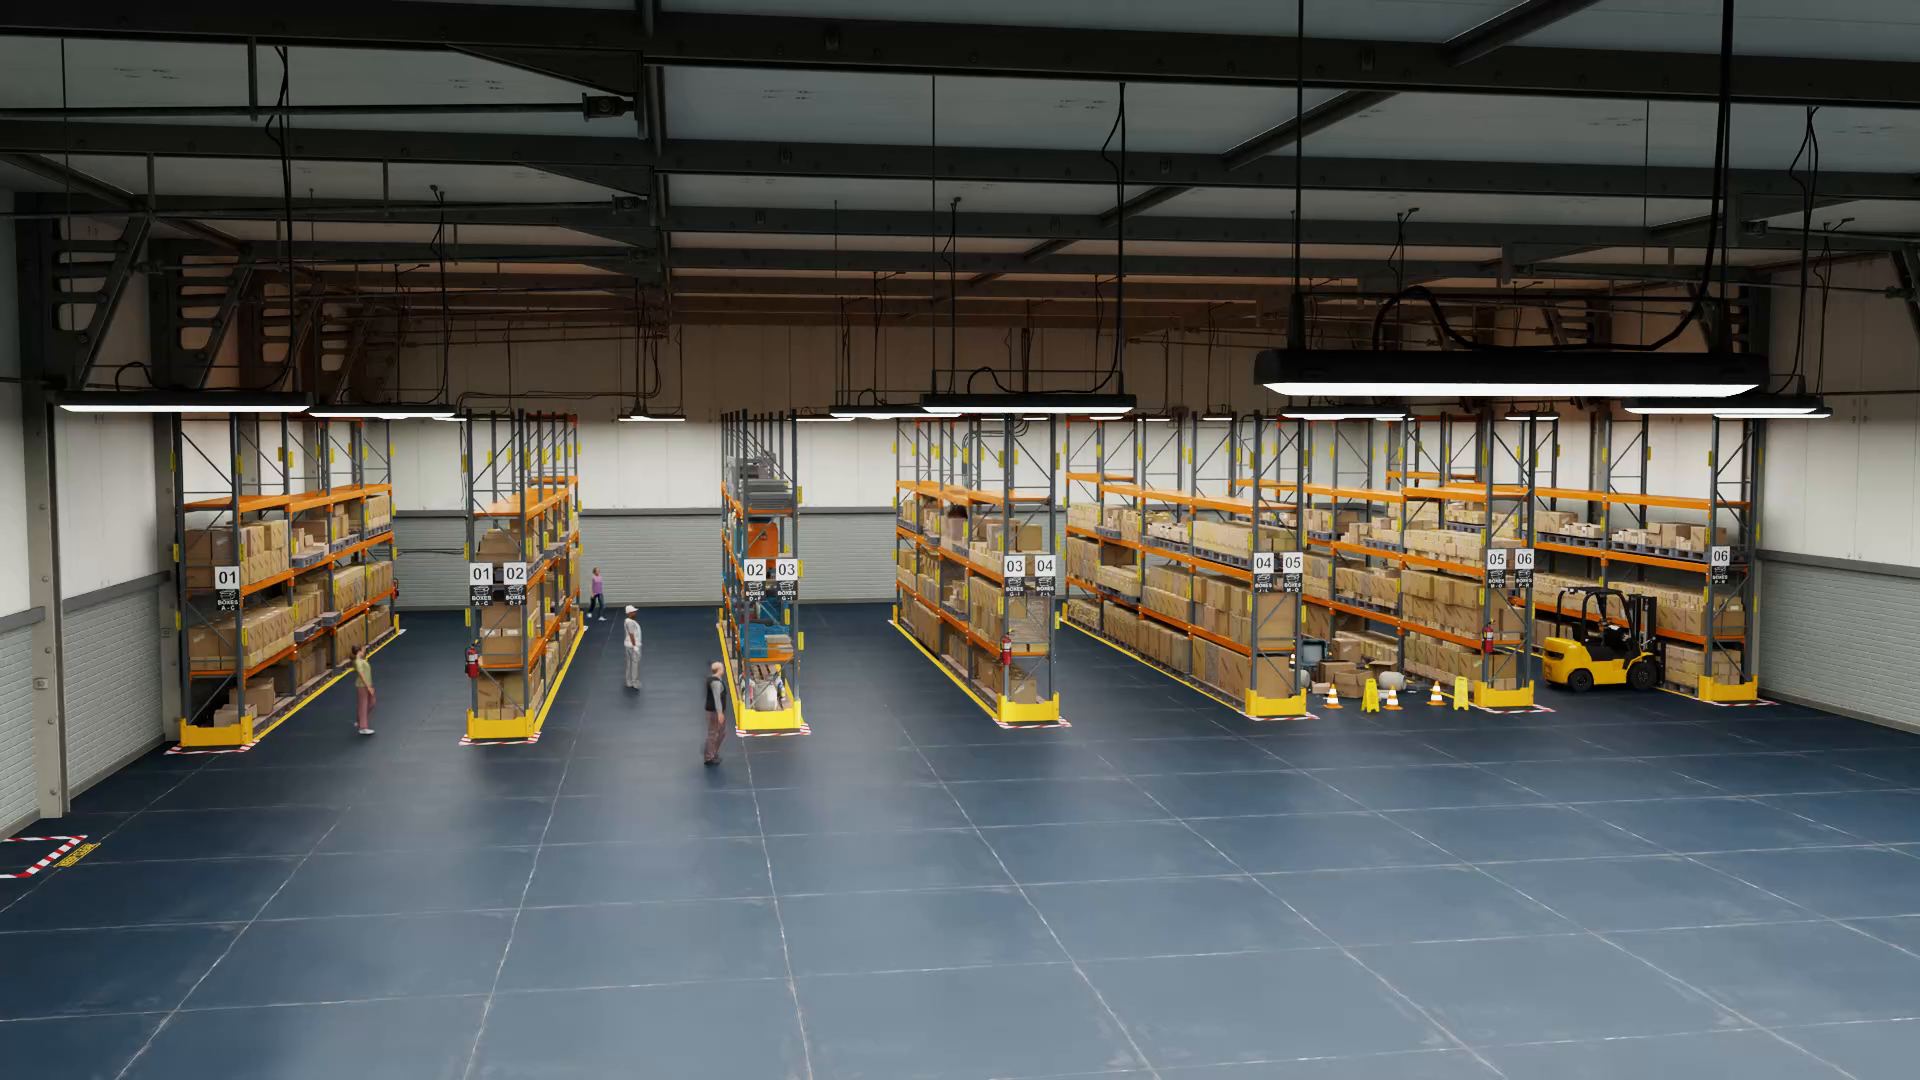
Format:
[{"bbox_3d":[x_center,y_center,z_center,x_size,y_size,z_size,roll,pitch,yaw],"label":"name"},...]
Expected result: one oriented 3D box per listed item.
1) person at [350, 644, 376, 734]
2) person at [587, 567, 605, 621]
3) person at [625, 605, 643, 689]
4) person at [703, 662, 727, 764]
[{"bbox_3d":[-11.030,2.746,30.773,0.487,1.681,0.524,0,4,0],"label":"person"},{"bbox_3d":[-10.605,1.560,48.432,0.441,1.552,0.805,-3,5,-33],"label":"person"},{"bbox_3d":[-7.092,2.311,36.128,0.434,1.785,0.571,-2,5,-31],"label":"person"},{"bbox_3d":[-4.131,2.969,28.056,0.413,1.645,0.629,-1,4,-11],"label":"person"}]
